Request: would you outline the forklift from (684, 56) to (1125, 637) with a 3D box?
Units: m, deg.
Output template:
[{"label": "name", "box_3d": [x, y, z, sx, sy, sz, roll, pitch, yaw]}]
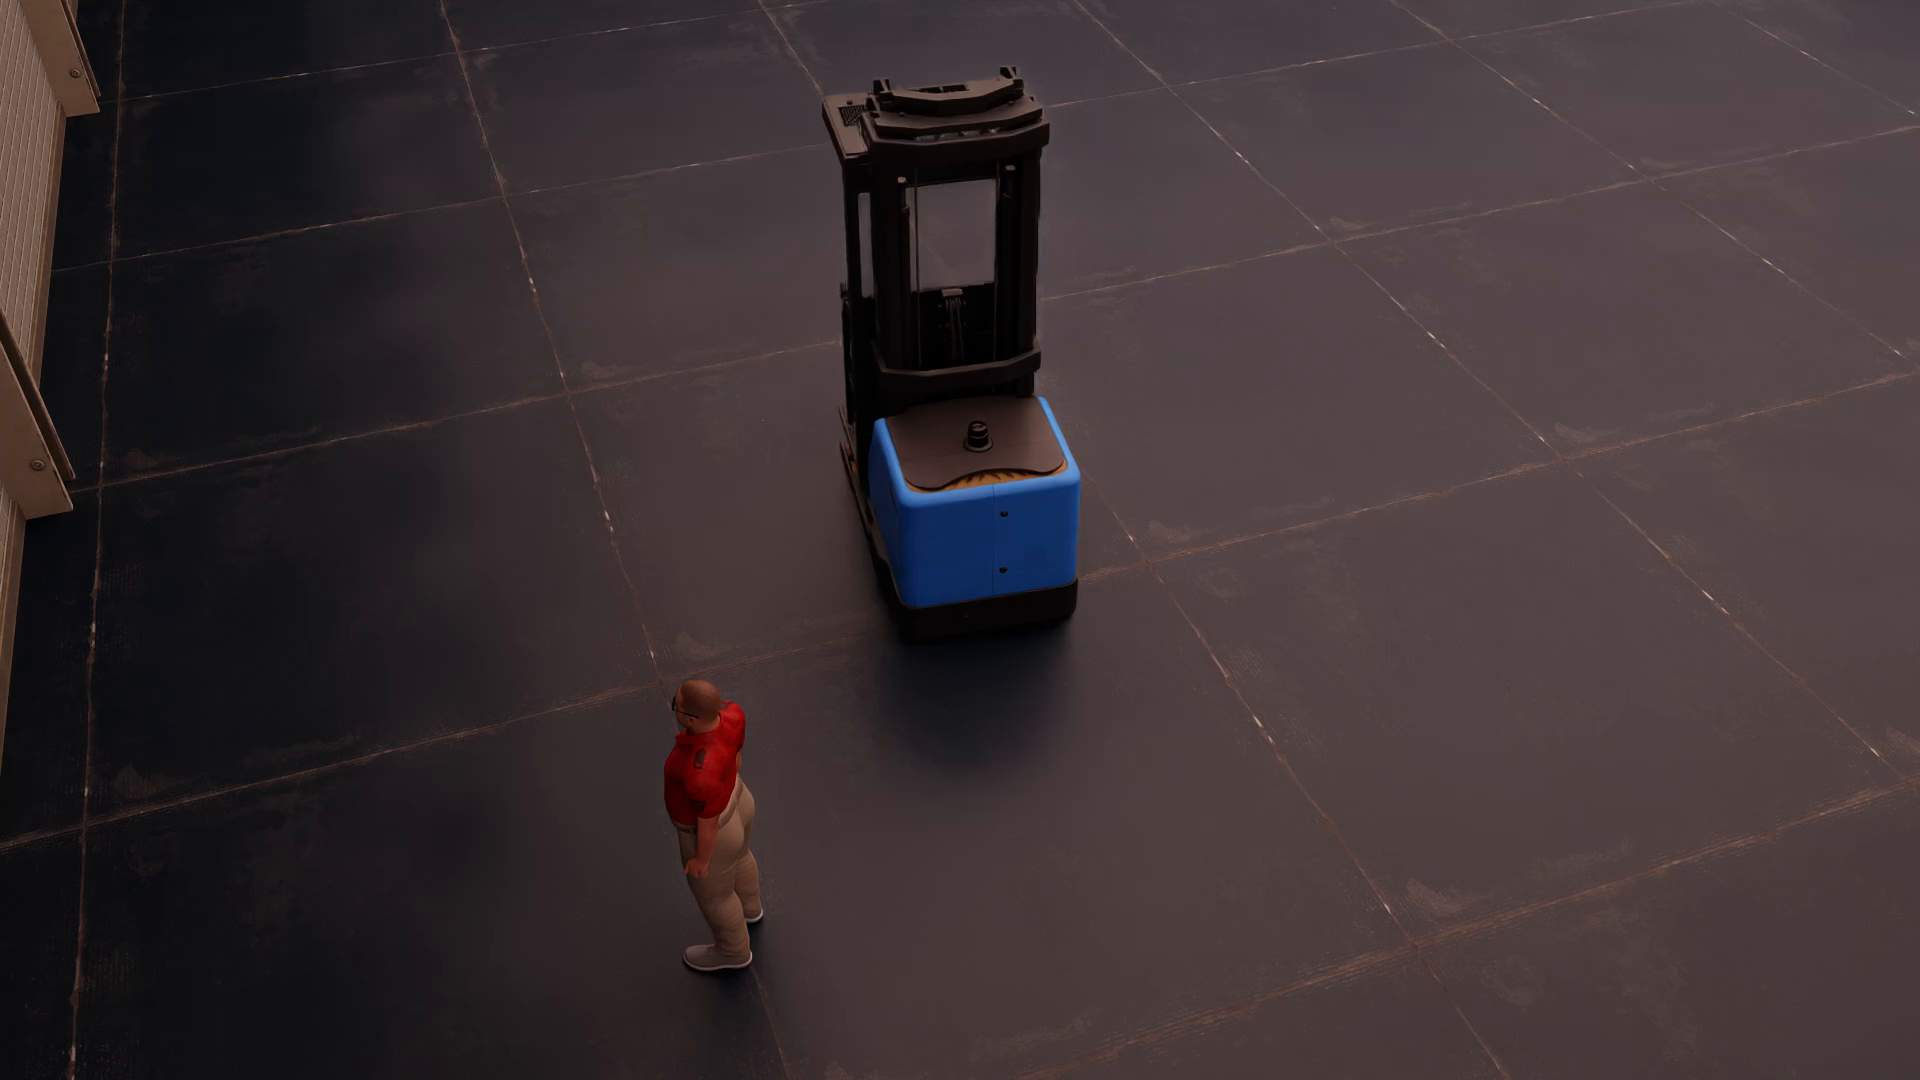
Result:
[{"label": "forklift", "box_3d": [-0.482, -1.384, 9.645, 3.031, 2.935, 1.130, 30, 48, 31]}]

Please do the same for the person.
[{"label": "person", "box_3d": [-1.115, 1.260, 7.434, 0.384, 1.728, 0.526, 7, 41, 8]}]
